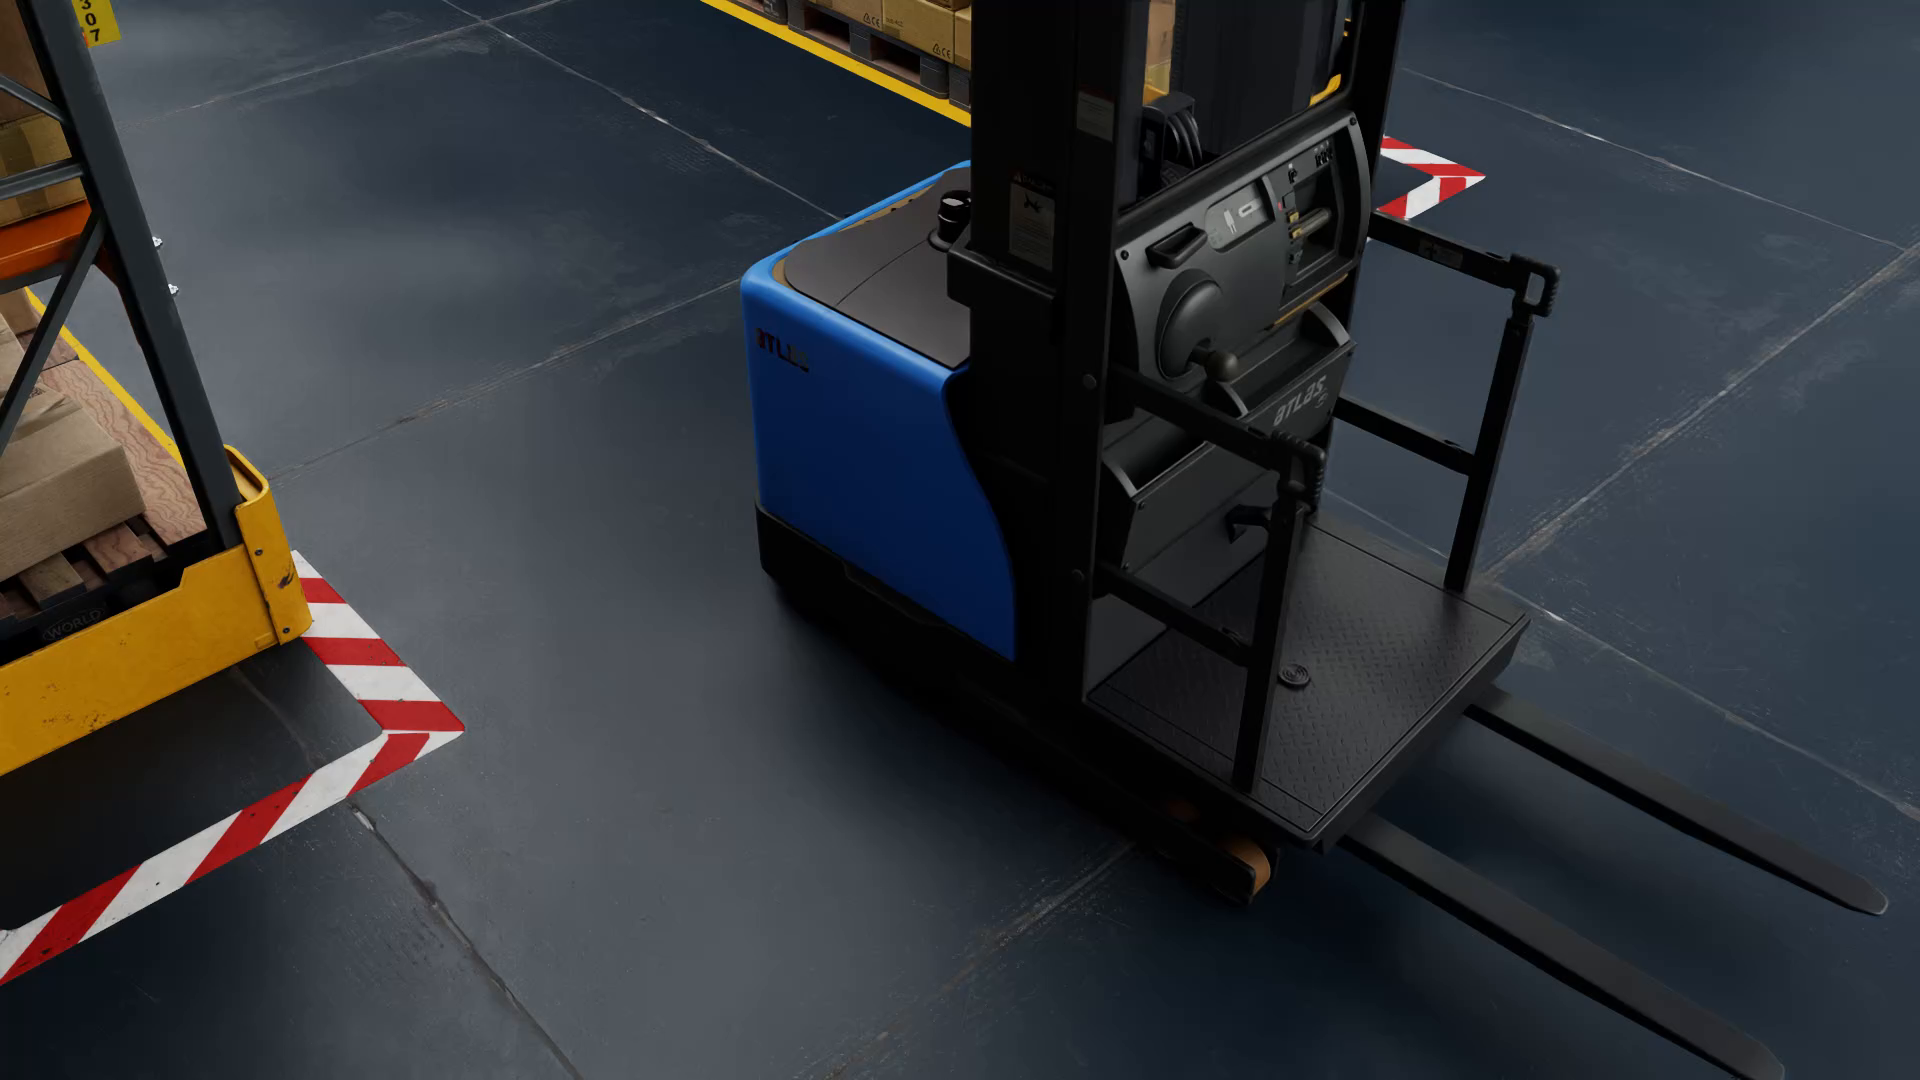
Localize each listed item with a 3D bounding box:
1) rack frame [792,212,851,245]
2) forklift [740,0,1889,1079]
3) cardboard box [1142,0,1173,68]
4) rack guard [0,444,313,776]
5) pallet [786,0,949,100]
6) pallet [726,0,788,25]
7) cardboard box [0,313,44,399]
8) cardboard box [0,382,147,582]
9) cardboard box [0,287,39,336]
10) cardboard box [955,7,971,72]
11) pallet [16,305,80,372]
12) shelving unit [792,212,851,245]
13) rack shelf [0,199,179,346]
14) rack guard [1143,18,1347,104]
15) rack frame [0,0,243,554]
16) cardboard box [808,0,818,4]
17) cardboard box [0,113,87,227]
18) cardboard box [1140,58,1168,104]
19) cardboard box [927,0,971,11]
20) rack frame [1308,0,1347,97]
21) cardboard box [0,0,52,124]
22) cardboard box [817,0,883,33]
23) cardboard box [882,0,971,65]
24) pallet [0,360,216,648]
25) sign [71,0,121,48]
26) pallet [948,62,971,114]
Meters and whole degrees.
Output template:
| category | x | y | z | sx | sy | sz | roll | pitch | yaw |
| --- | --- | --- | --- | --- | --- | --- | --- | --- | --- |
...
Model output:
| category | x | y | z | sx | sy | sz | roll | pitch | yaw |
| --- | --- | --- | --- | --- | --- | --- | --- | --- | --- |
| rack frame | -0.413 | -0.589 | 5.263 | 0.006 | 0.900 | 0.240 | 30 | 48 | 32 |
| forklift | 0.818 | -0.619 | 3.684 | 3.031 | 2.935 | 1.130 | 30 | 48 | 32 |
| cardboard box | 0.670 | -2.323 | 6.996 | 0.500 | 0.500 | 0.500 | -30 | 48 | -32 |
| rack guard | -2.445 | 0.229 | 4.569 | 1.175 | 0.500 | 0.348 | -30 | 48 | -32 |
| pallet | -0.117 | -2.631 | 8.340 | 1.003 | 0.211 | 1.213 | -30 | 48 | -32 |
| pallet | -0.946 | -3.196 | 9.039 | 1.003 | 0.211 | 1.213 | -30 | 48 | -32 |
| cardboard box | -3.181 | -0.456 | 5.217 | 0.500 | 0.311 | 0.500 | -26 | 46 | -28 |
| cardboard box | -2.796 | -0.192 | 4.890 | 0.500 | 0.311 | 0.500 | 29 | 47 | 31 |
| cardboard box | -3.641 | -0.890 | 5.604 | 0.500 | 0.500 | 0.700 | 31 | 48 | 33 |
| cardboard box | 0.325 | -2.258 | 7.513 | 0.500 | 0.250 | 0.500 | -30 | 48 | -32 |
| pallet | -3.790 | -0.614 | 5.843 | 1.003 | 0.211 | 1.213 | -30 | 48 | -32 |
| shelving unit | -0.339 | -0.546 | 5.209 | 0.210 | 0.900 | 0.258 | 30 | 48 | 32 |
| rack shelf | -3.747 | -1.354 | 5.112 | 1.077 | 0.370 | 4.000 | -30 | 48 | -32 |
| rack guard | 1.269 | -1.832 | 7.120 | 1.175 | 0.500 | 0.348 | -30 | 48 | -32 |
| rack frame | -2.394 | -0.709 | 3.740 | 1.000 | 3.000 | 0.127 | -30 | 48 | -32 |
| cardboard box | -0.694 | -2.950 | 8.369 | 0.500 | 0.250 | 0.500 | -30 | 48 | -32 |
| cardboard box | -2.490 | -1.019 | 4.228 | 0.500 | 0.250 | 0.500 | -31 | 48 | -33 |
| cardboard box | 0.672 | -2.032 | 7.232 | 0.500 | 0.250 | 0.500 | -30 | 48 | -32 |
| cardboard box | -0.017 | -2.779 | 7.561 | 0.500 | 0.500 | 0.500 | -30 | 48 | -32 |
| rack frame | 1.252 | -2.815 | 6.349 | 1.000 | 3.000 | 0.127 | -30 | 48 | -32 |
| cardboard box | -2.496 | -1.298 | 3.977 | 0.500 | 0.500 | 0.500 | -30 | 48 | -32 |
| cardboard box | -0.351 | -2.721 | 8.086 | 0.500 | 0.250 | 0.500 | -30 | 48 | -32 |
| cardboard box | -0.015 | -2.489 | 7.798 | 0.500 | 0.250 | 0.500 | -30 | 48 | -32 |
| pallet | -2.969 | -0.050 | 5.144 | 1.003 | 0.211 | 1.213 | -30 | 48 | -32 |
| sign | -1.995 | -1.276 | 3.754 | 0.100 | 0.325 | 0.005 | -30 | 48 | -32 |
| pallet | 0.704 | -2.067 | 7.641 | 1.003 | 0.211 | 1.213 | -30 | 48 | -32 |
